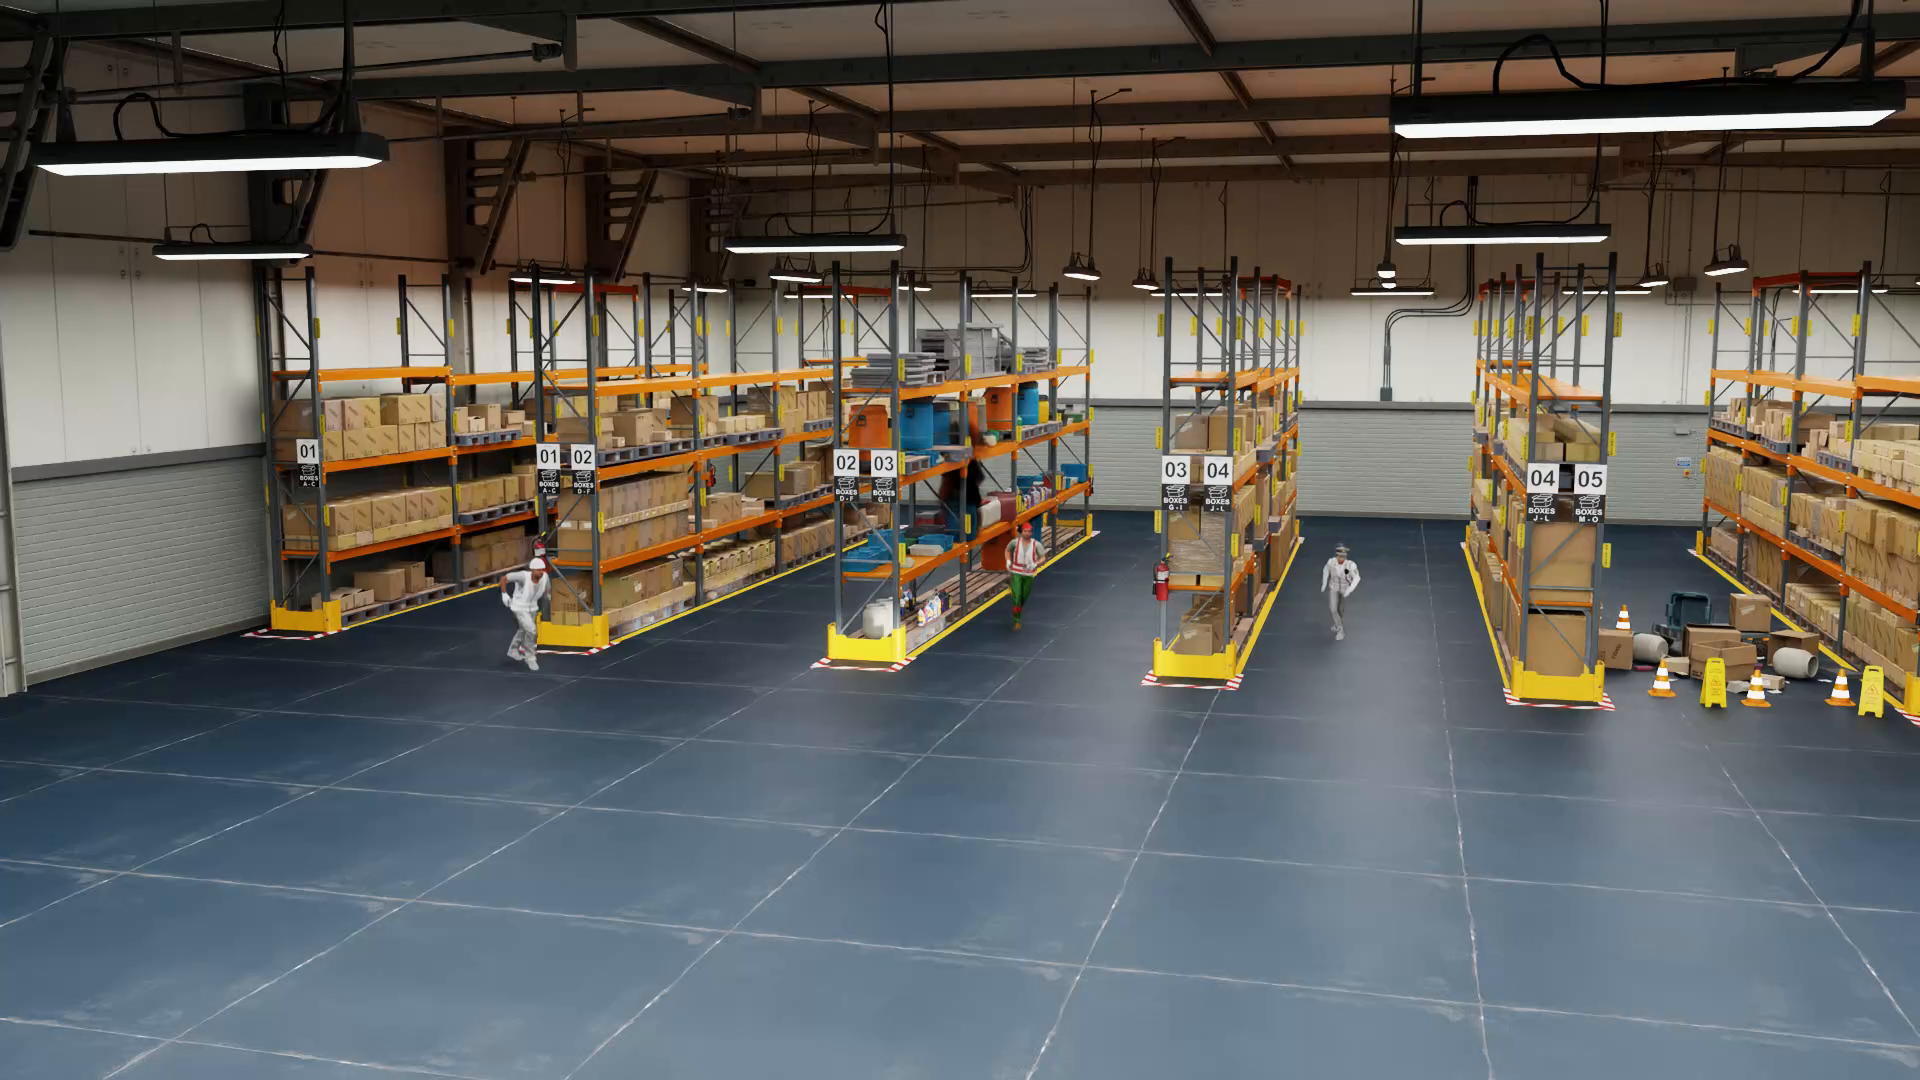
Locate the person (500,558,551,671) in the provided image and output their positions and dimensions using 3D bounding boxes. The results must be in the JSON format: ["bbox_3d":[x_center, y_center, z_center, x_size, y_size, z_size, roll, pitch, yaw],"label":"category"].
[{"bbox_3d":[-6.452,1.090,24.587,1.013,1.719,0.728,7,10,42],"label":"person"}]

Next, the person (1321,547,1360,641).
[{"bbox_3d":[6.196,0.820,27.044,0.611,1.516,1.029,2,8,15],"label":"person"}]

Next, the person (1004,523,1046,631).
[{"bbox_3d":[1.098,0.587,28.042,0.688,1.787,0.938,0,7,-2],"label":"person"}]
